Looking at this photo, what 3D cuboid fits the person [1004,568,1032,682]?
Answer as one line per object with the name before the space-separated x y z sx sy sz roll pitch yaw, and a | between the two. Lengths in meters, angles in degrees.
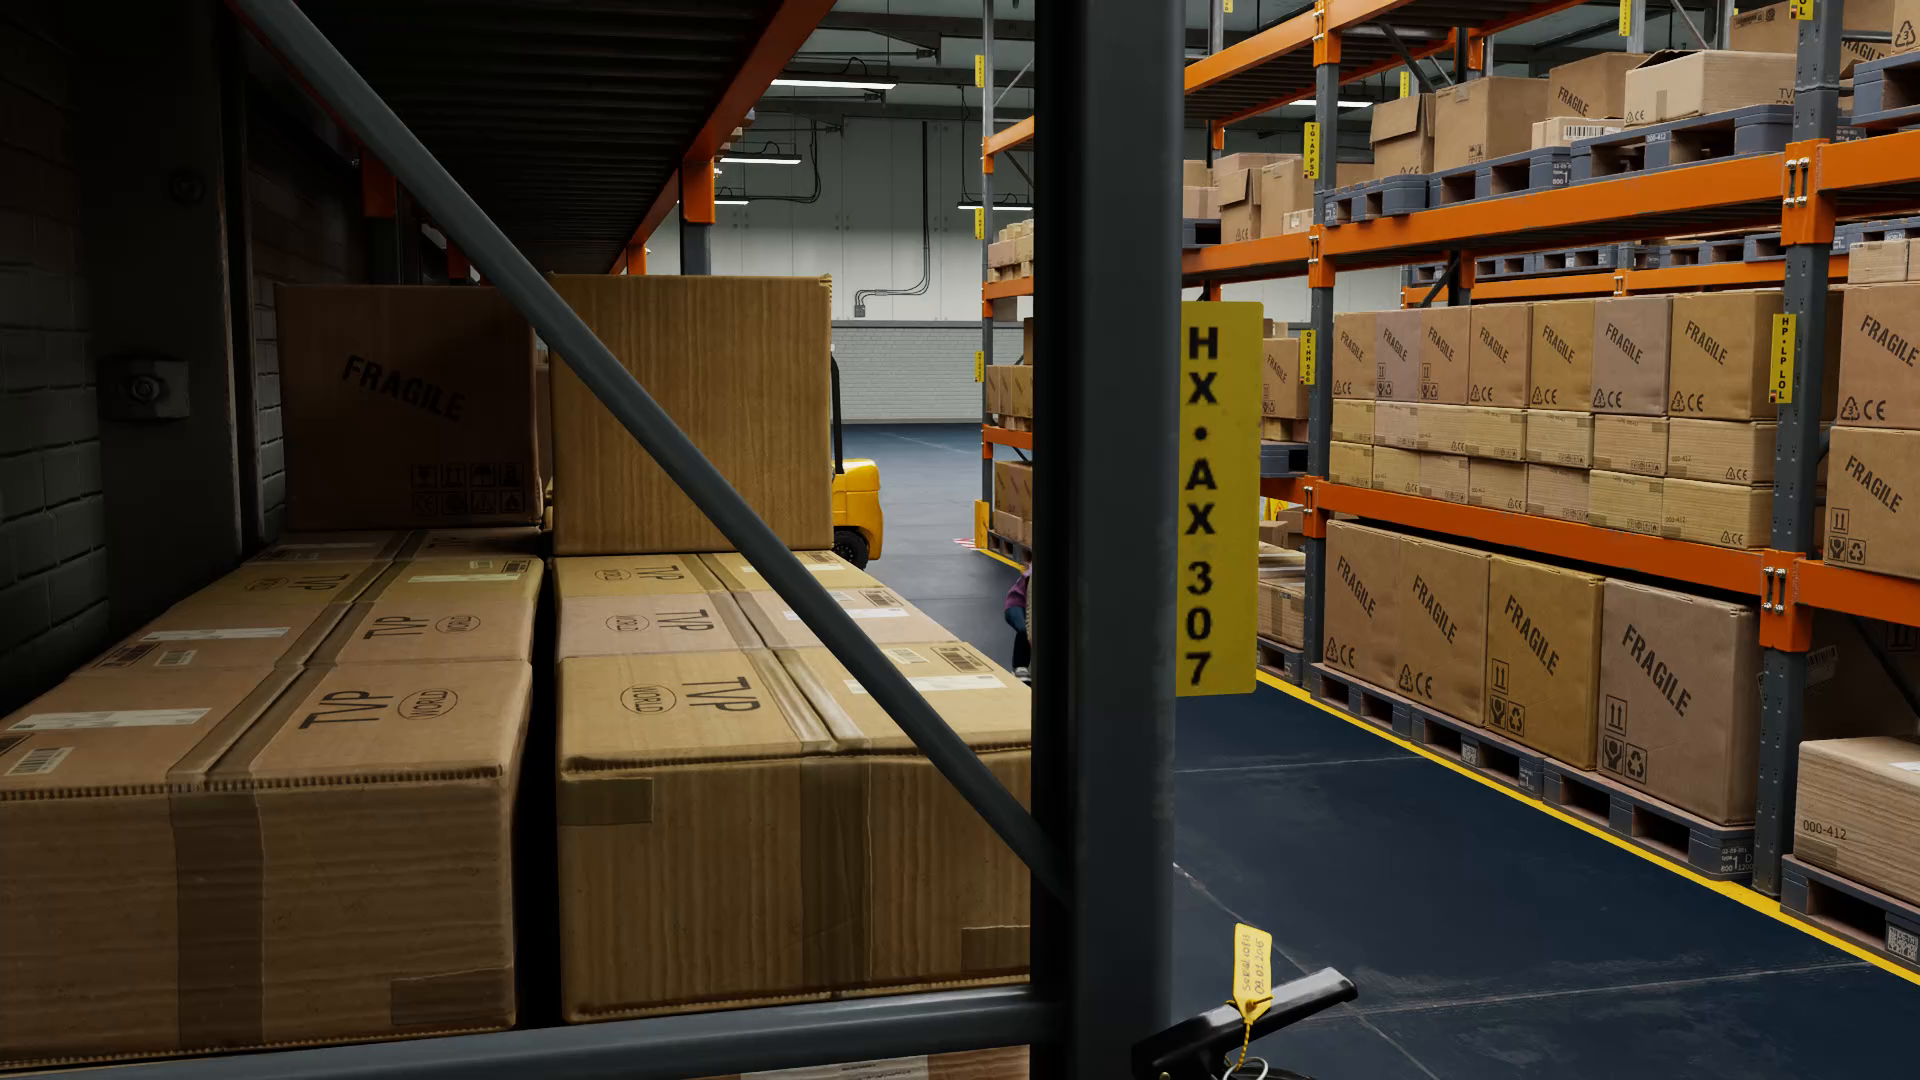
person | 0.540 0.486 10.462 0.442 0.835 0.800 -2 7 -14
